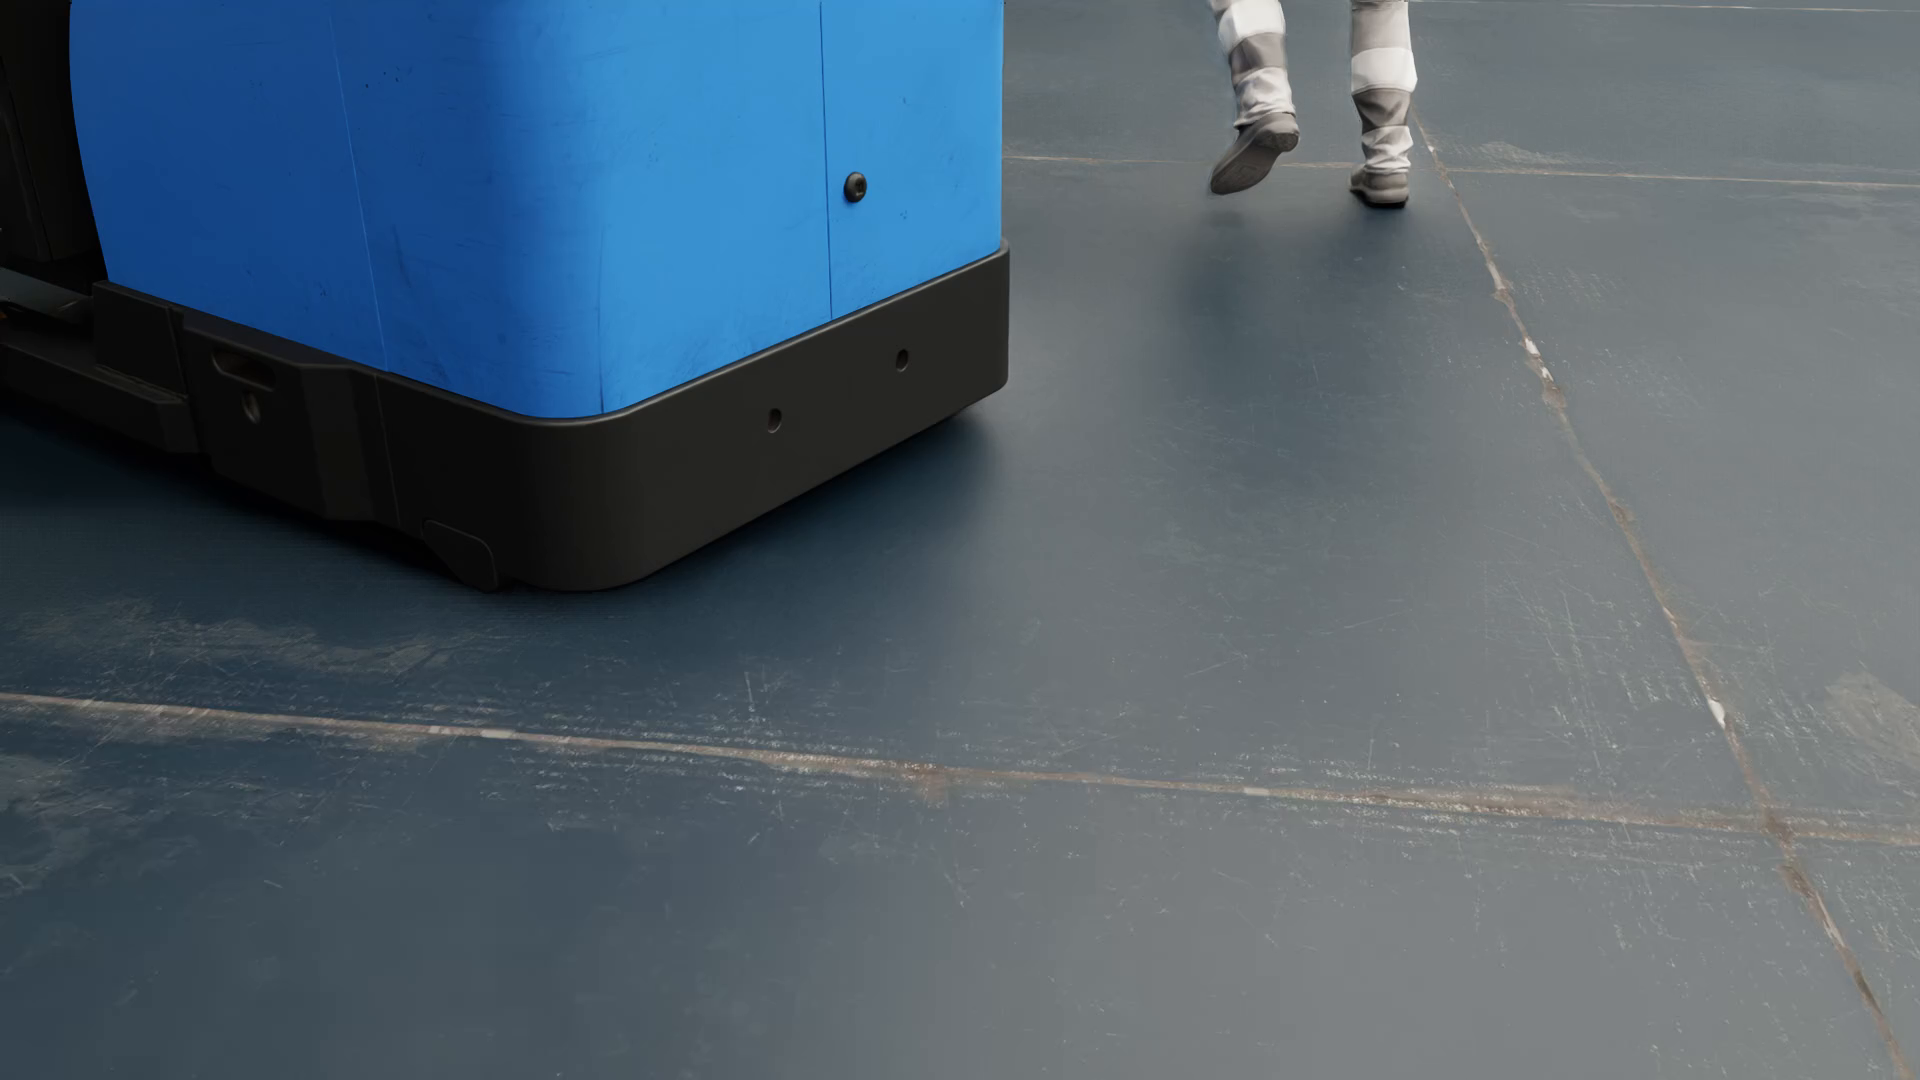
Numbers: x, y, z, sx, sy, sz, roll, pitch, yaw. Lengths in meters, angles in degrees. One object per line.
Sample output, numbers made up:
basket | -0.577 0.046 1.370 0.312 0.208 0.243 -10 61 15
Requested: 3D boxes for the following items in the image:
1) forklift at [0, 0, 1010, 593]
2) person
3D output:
forklift | -1.411 -1.743 2.710 3.031 2.935 1.130 18 32 31
person | 0.906 -1.609 3.863 0.831 1.676 0.621 -10 28 -19
